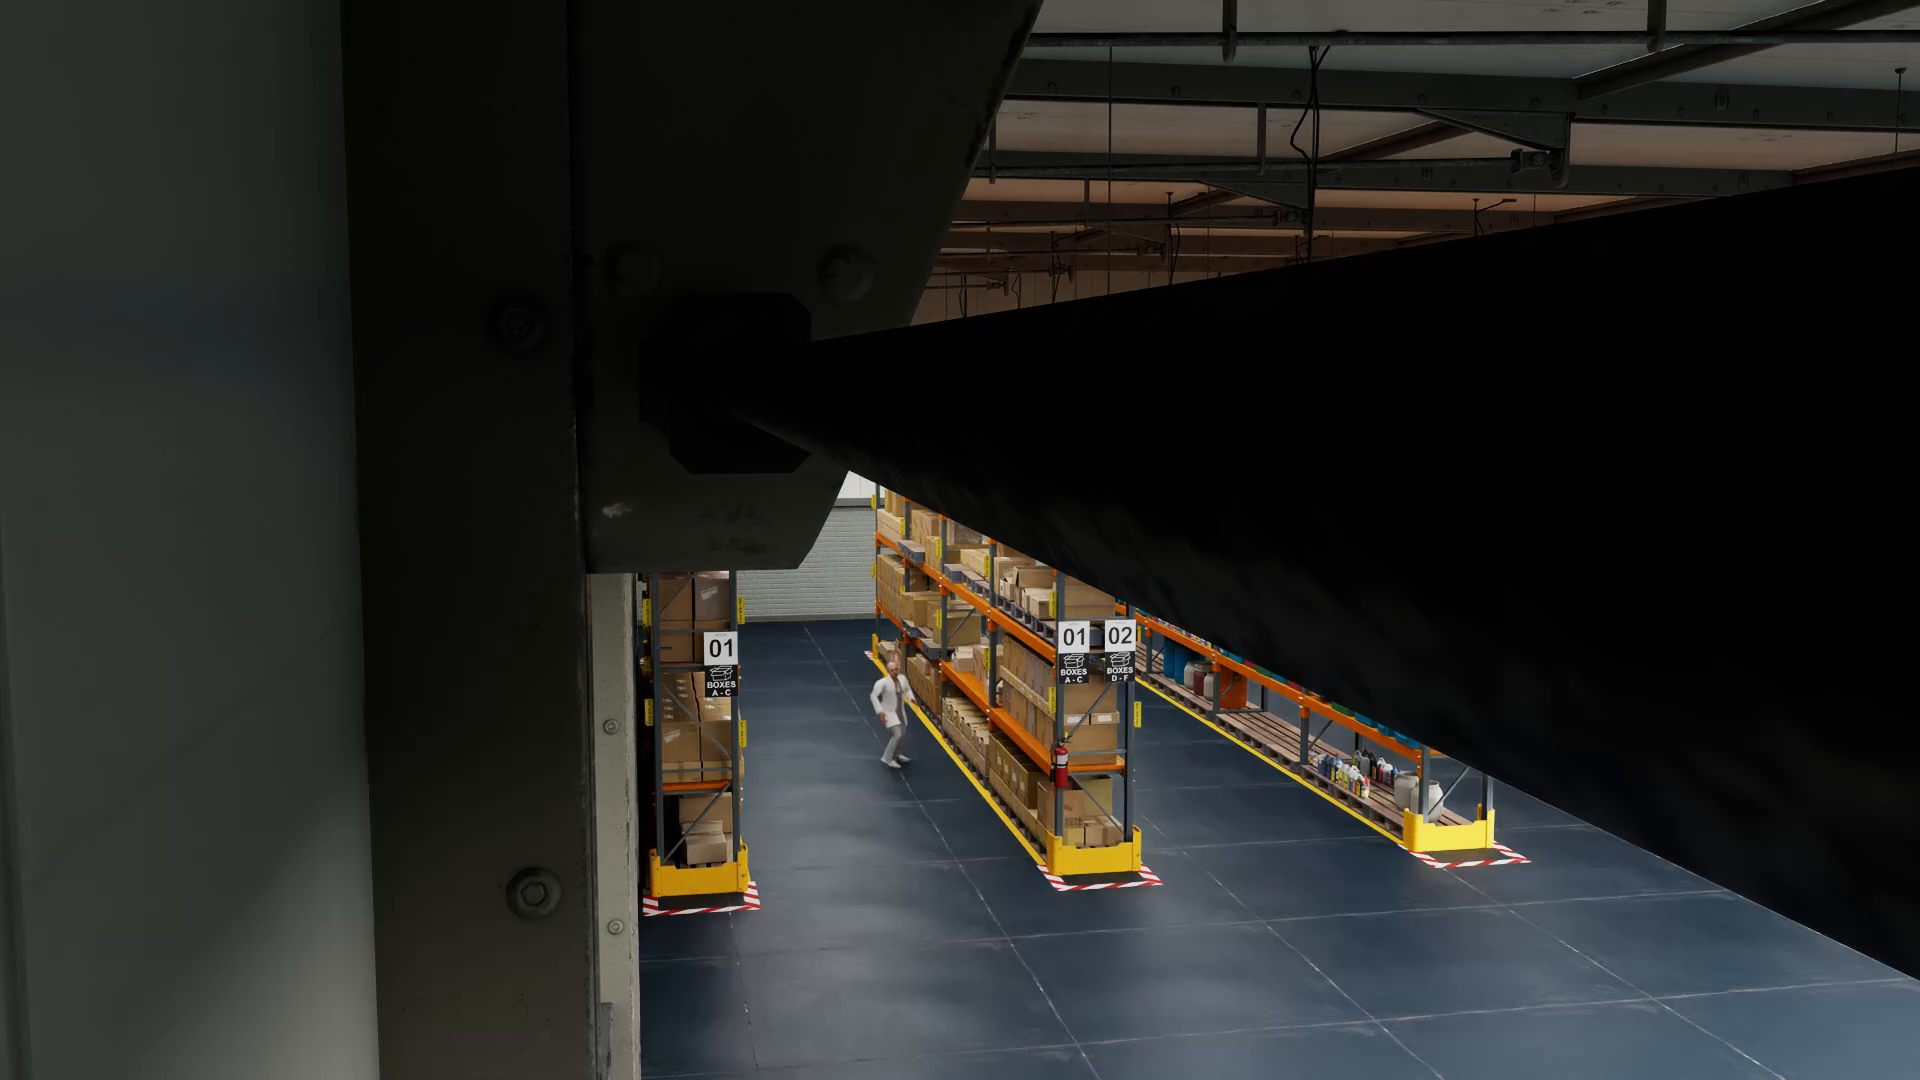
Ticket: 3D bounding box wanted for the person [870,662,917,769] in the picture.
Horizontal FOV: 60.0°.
[{"bbox_3d":[-1.031,2.775,26.561,0.784,1.711,0.731,5,8,42],"label":"person"}]
